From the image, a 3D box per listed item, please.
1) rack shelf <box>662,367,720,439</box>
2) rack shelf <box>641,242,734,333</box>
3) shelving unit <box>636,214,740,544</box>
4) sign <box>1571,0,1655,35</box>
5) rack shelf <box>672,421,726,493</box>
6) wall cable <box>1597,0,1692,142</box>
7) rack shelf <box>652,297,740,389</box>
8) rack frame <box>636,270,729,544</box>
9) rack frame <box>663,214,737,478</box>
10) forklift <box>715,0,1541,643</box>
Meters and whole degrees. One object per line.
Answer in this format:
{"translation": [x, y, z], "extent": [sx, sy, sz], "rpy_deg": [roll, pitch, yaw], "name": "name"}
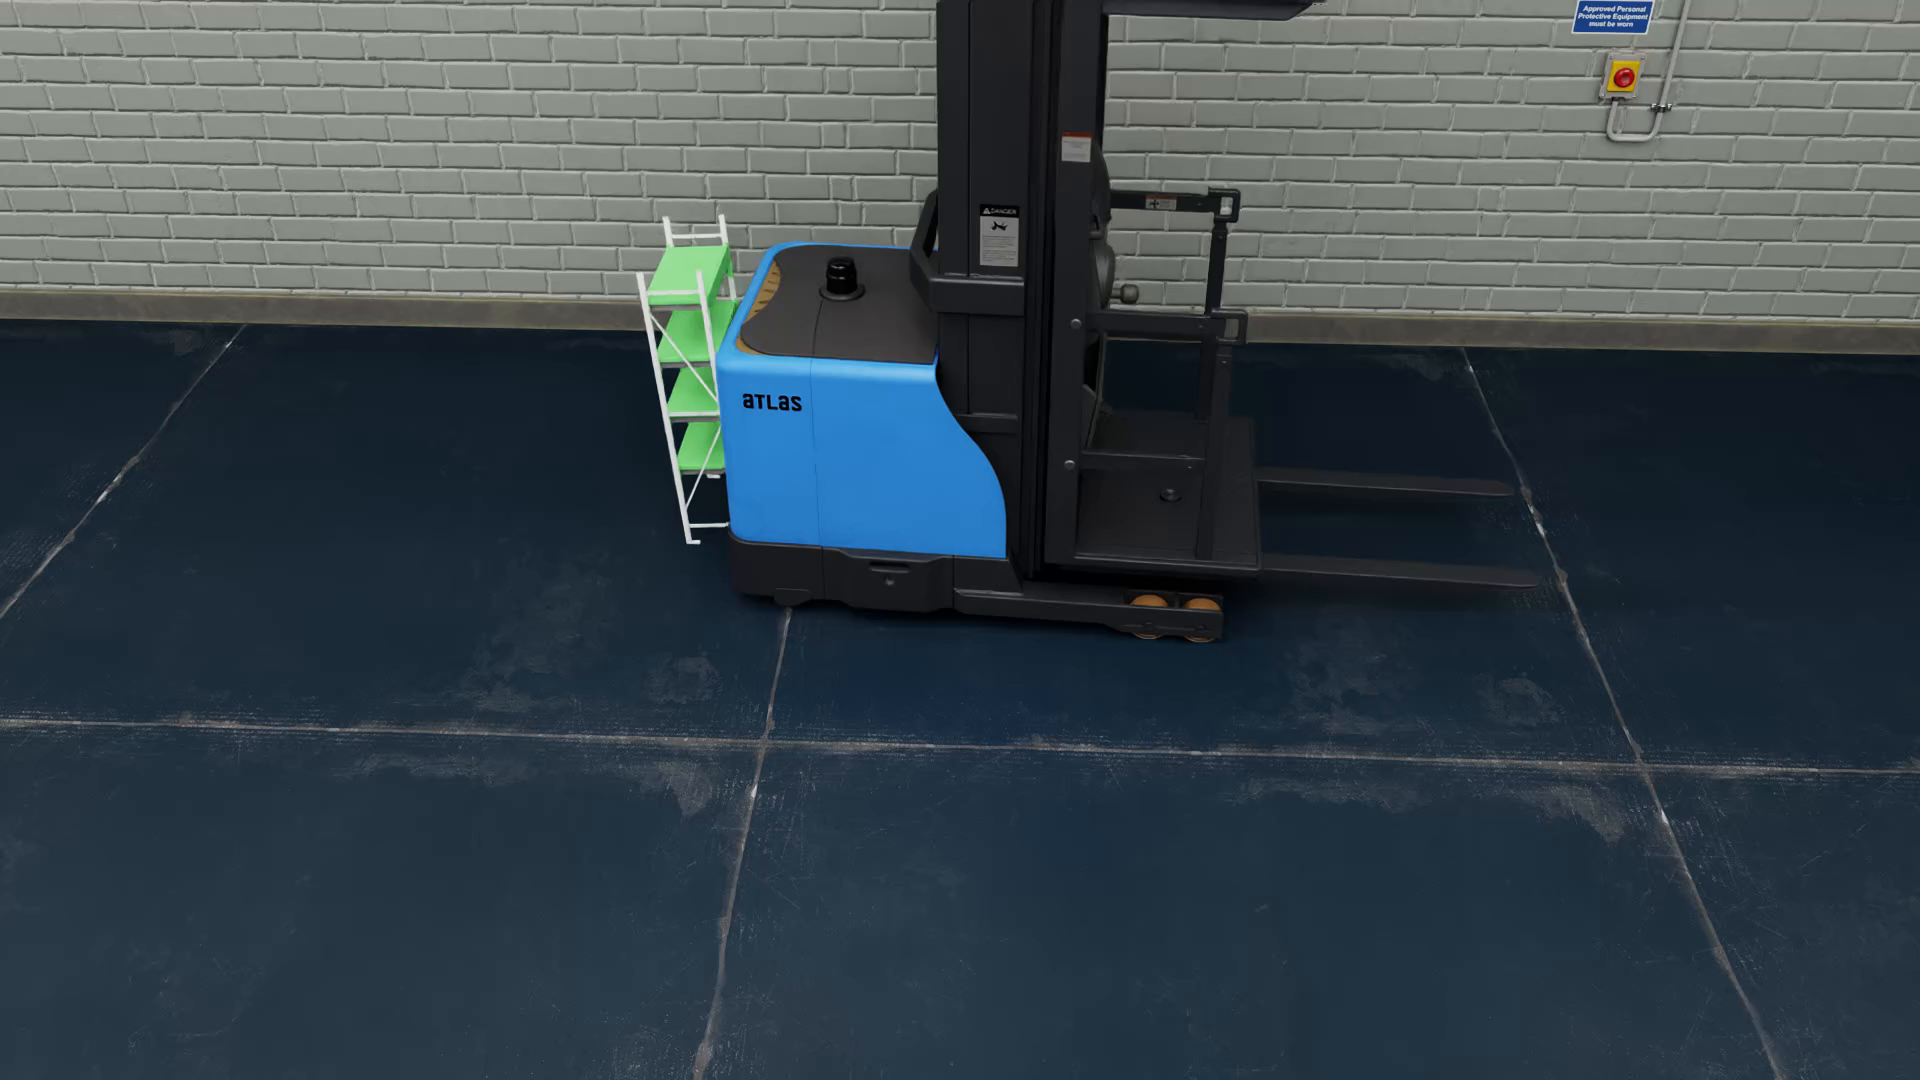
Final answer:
{"translation": [-1.005, -0.570, 6.616], "extent": [0.258, 0.148, 0.480], "rpy_deg": [-1, 35, 4], "name": "rack shelf"}
{"translation": [-1.033, -0.963, 6.342], "extent": [0.258, 0.148, 0.480], "rpy_deg": [-1, 35, 4], "name": "rack shelf"}
{"translation": [-1.008, -0.623, 6.579], "extent": [0.258, 1.200, 0.503], "rpy_deg": [-1, 35, 4], "name": "shelving unit"}
{"translation": [2.818, -2.286, 7.159], "extent": [0.327, 0.218, 0.001], "rpy_deg": [1, 35, 2], "name": "sign"}
{"translation": [-0.990, -0.374, 6.753], "extent": [0.258, 0.148, 0.480], "rpy_deg": [-1, 35, 4], "name": "rack shelf"}
{"translation": [2.864, -2.568, 6.884], "extent": [0.585, 1.953, 0.123], "rpy_deg": [1, 35, 2], "name": "wall cable"}
{"translation": [-1.019, -0.767, 6.479], "extent": [0.258, 0.148, 0.480], "rpy_deg": [-1, 35, 4], "name": "rack shelf"}
{"translation": [-1.021, -0.483, 6.380], "extent": [0.240, 1.200, 0.015], "rpy_deg": [-1, 35, 4], "name": "rack frame"}
{"translation": [-0.996, -0.763, 6.779], "extent": [0.240, 1.200, 0.015], "rpy_deg": [-1, 35, 4], "name": "rack frame"}
{"translation": [0.675, -1.139, 5.822], "extent": [3.031, 2.935, 1.130], "rpy_deg": [4, 35, 5], "name": "forklift"}
